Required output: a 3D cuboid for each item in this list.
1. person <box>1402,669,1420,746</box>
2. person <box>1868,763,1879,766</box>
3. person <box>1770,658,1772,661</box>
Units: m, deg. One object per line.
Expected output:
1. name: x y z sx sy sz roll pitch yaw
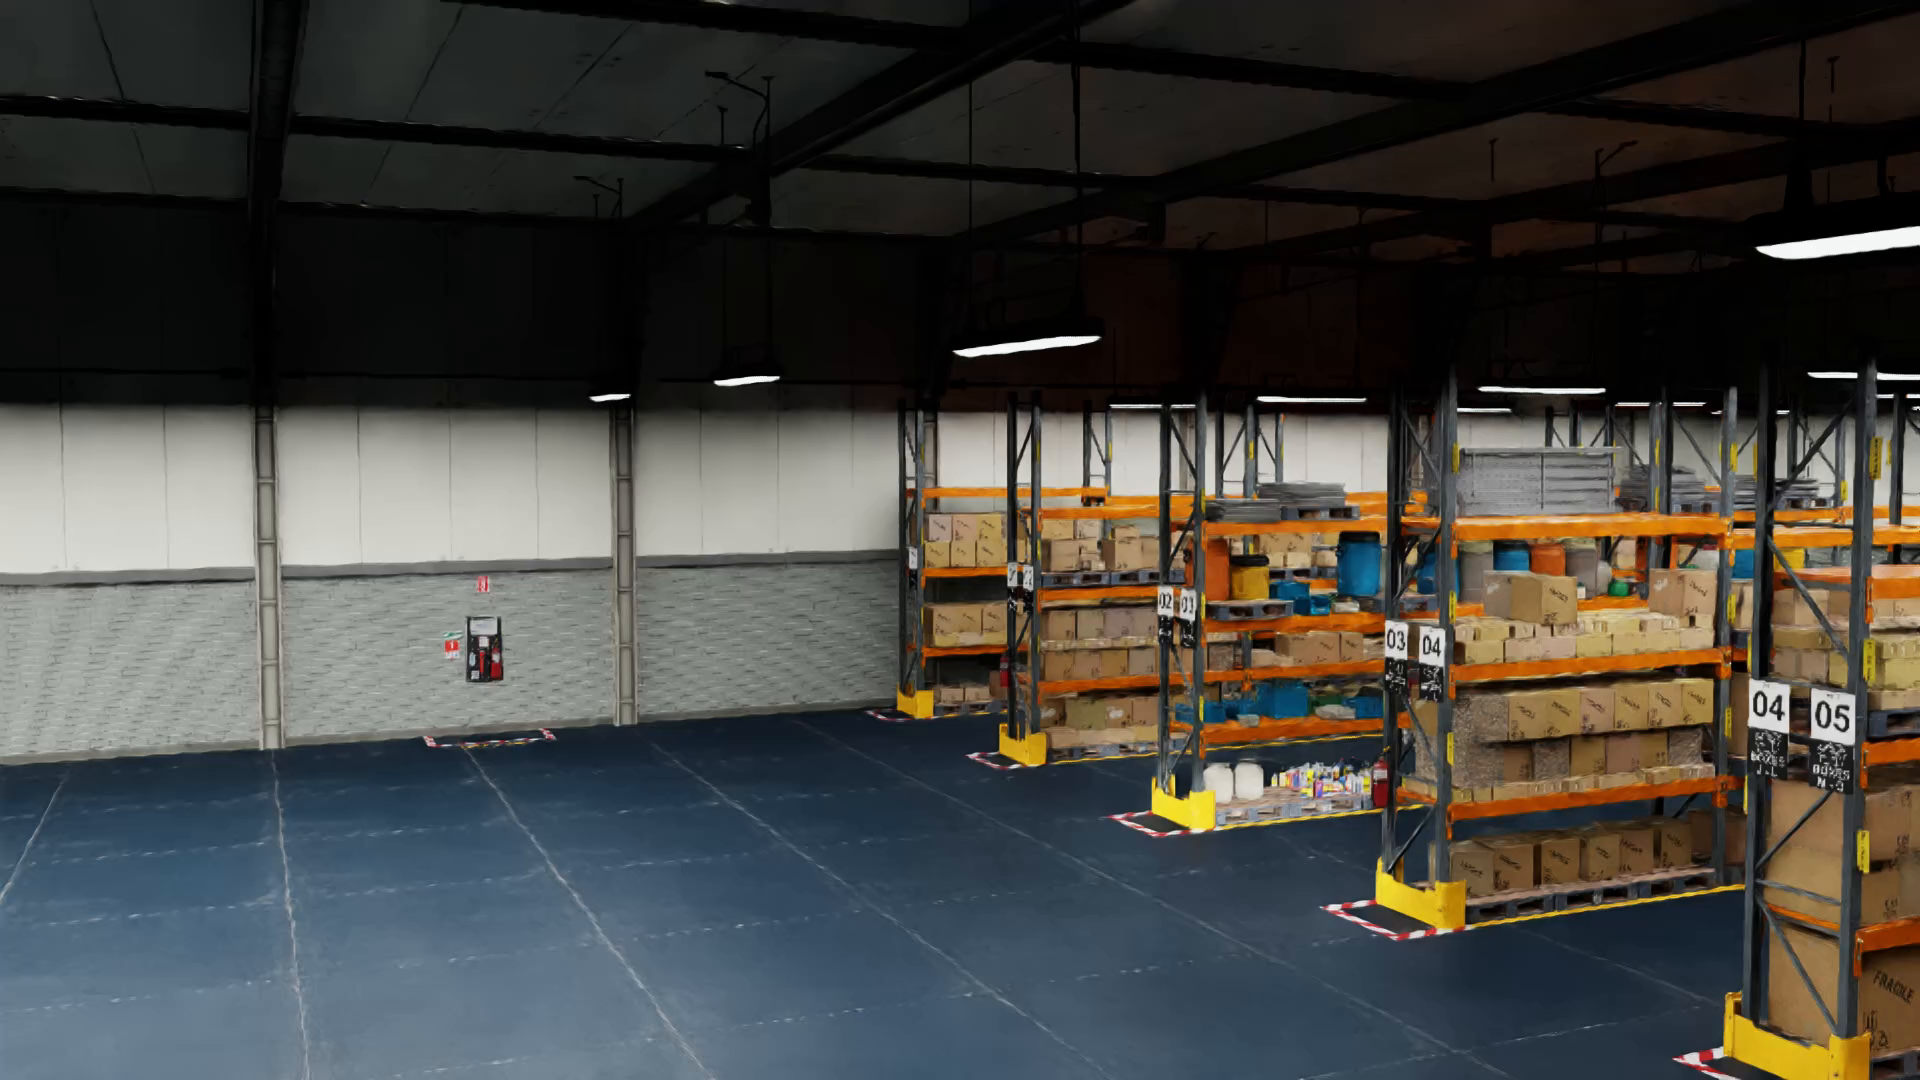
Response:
1. person: 7.737 2.619 28.193 0.444 1.780 0.600 3 4 42
2. person: 10.451 3.189 18.995 0.546 1.733 0.729 -2 4 -25
3. person: 17.531 2.204 36.401 0.648 1.655 0.531 2 4 26
